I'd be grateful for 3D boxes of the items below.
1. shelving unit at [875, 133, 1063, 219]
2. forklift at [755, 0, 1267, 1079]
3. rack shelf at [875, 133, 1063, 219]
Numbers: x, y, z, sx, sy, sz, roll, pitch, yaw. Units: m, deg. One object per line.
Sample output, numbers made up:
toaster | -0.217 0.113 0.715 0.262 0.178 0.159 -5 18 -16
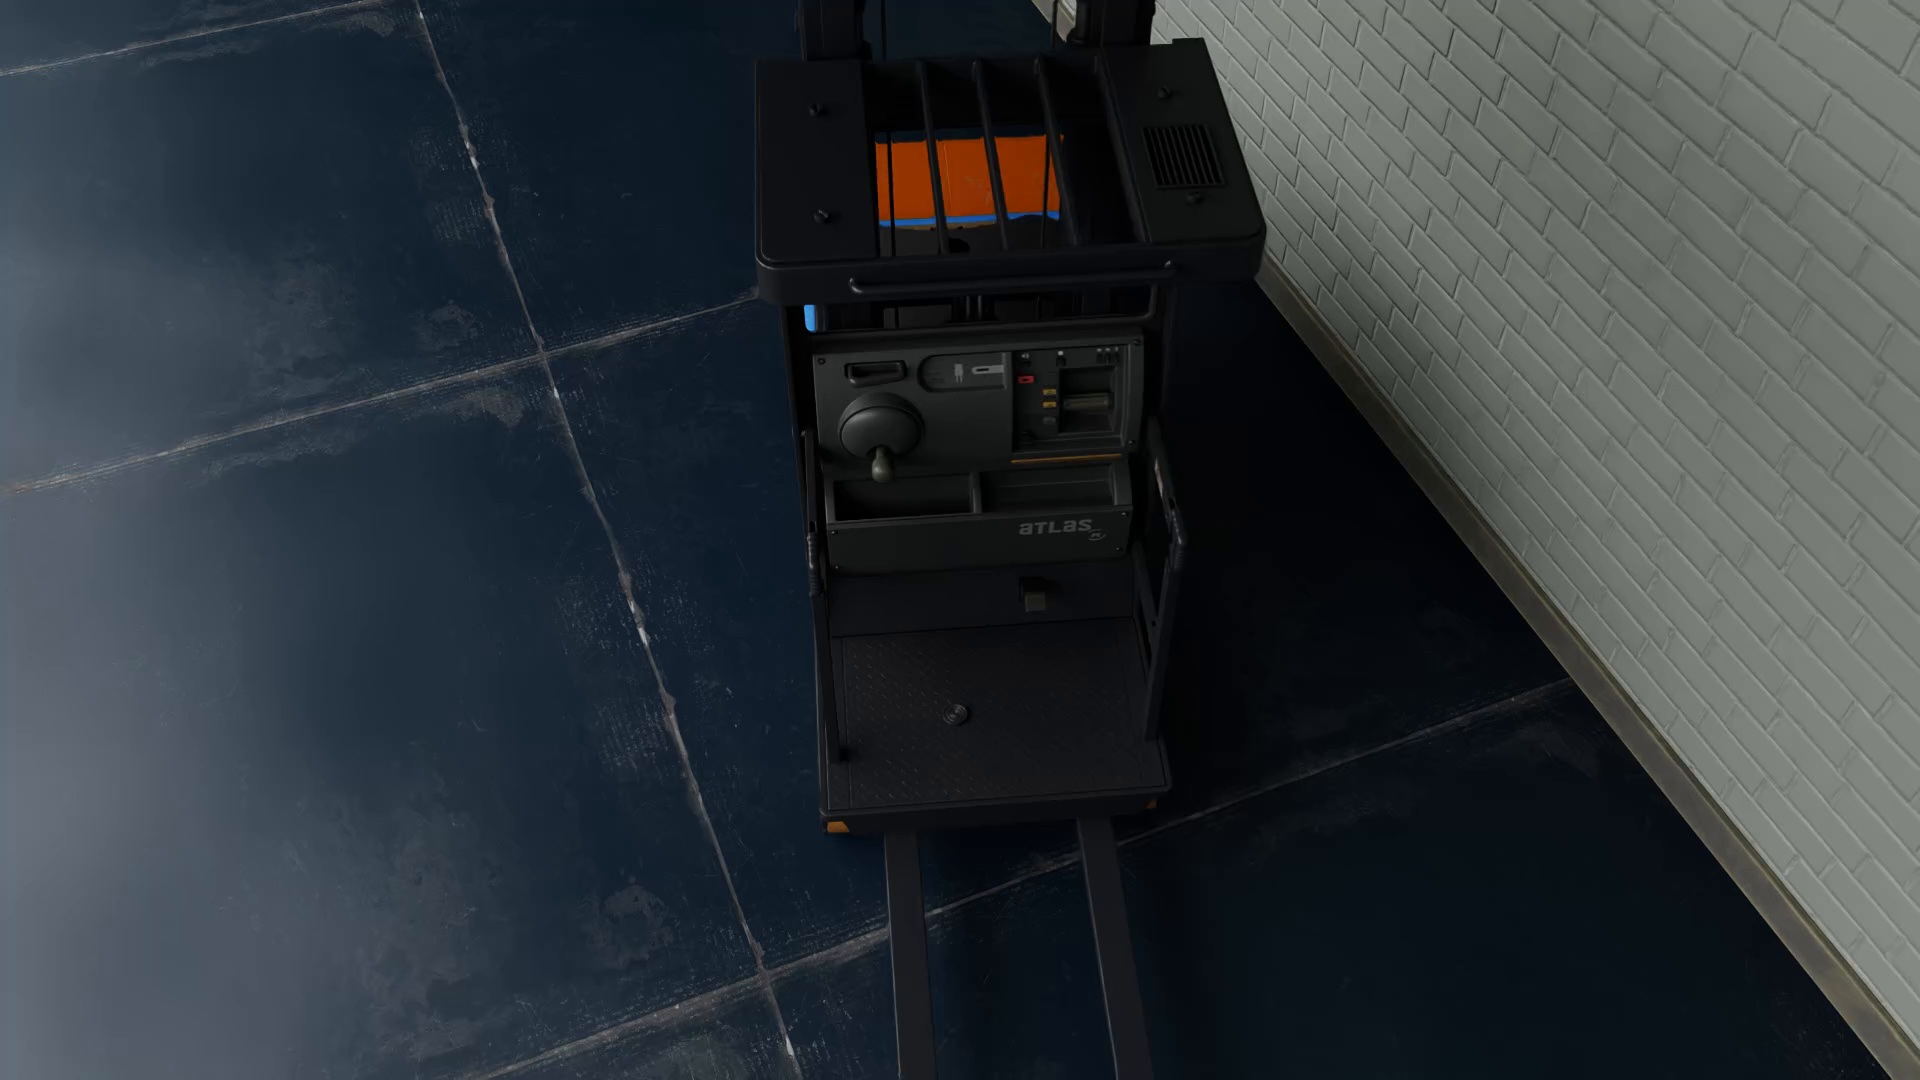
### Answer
shelving unit | -0.045 -1.054 6.414 1.048 1.125 0.538 -3 49 -3
forklift | 0.077 -0.277 4.556 1.130 2.935 3.031 -4 49 -3
rack shelf | -0.045 -1.245 6.192 1.000 0.278 0.538 -3 49 -3
